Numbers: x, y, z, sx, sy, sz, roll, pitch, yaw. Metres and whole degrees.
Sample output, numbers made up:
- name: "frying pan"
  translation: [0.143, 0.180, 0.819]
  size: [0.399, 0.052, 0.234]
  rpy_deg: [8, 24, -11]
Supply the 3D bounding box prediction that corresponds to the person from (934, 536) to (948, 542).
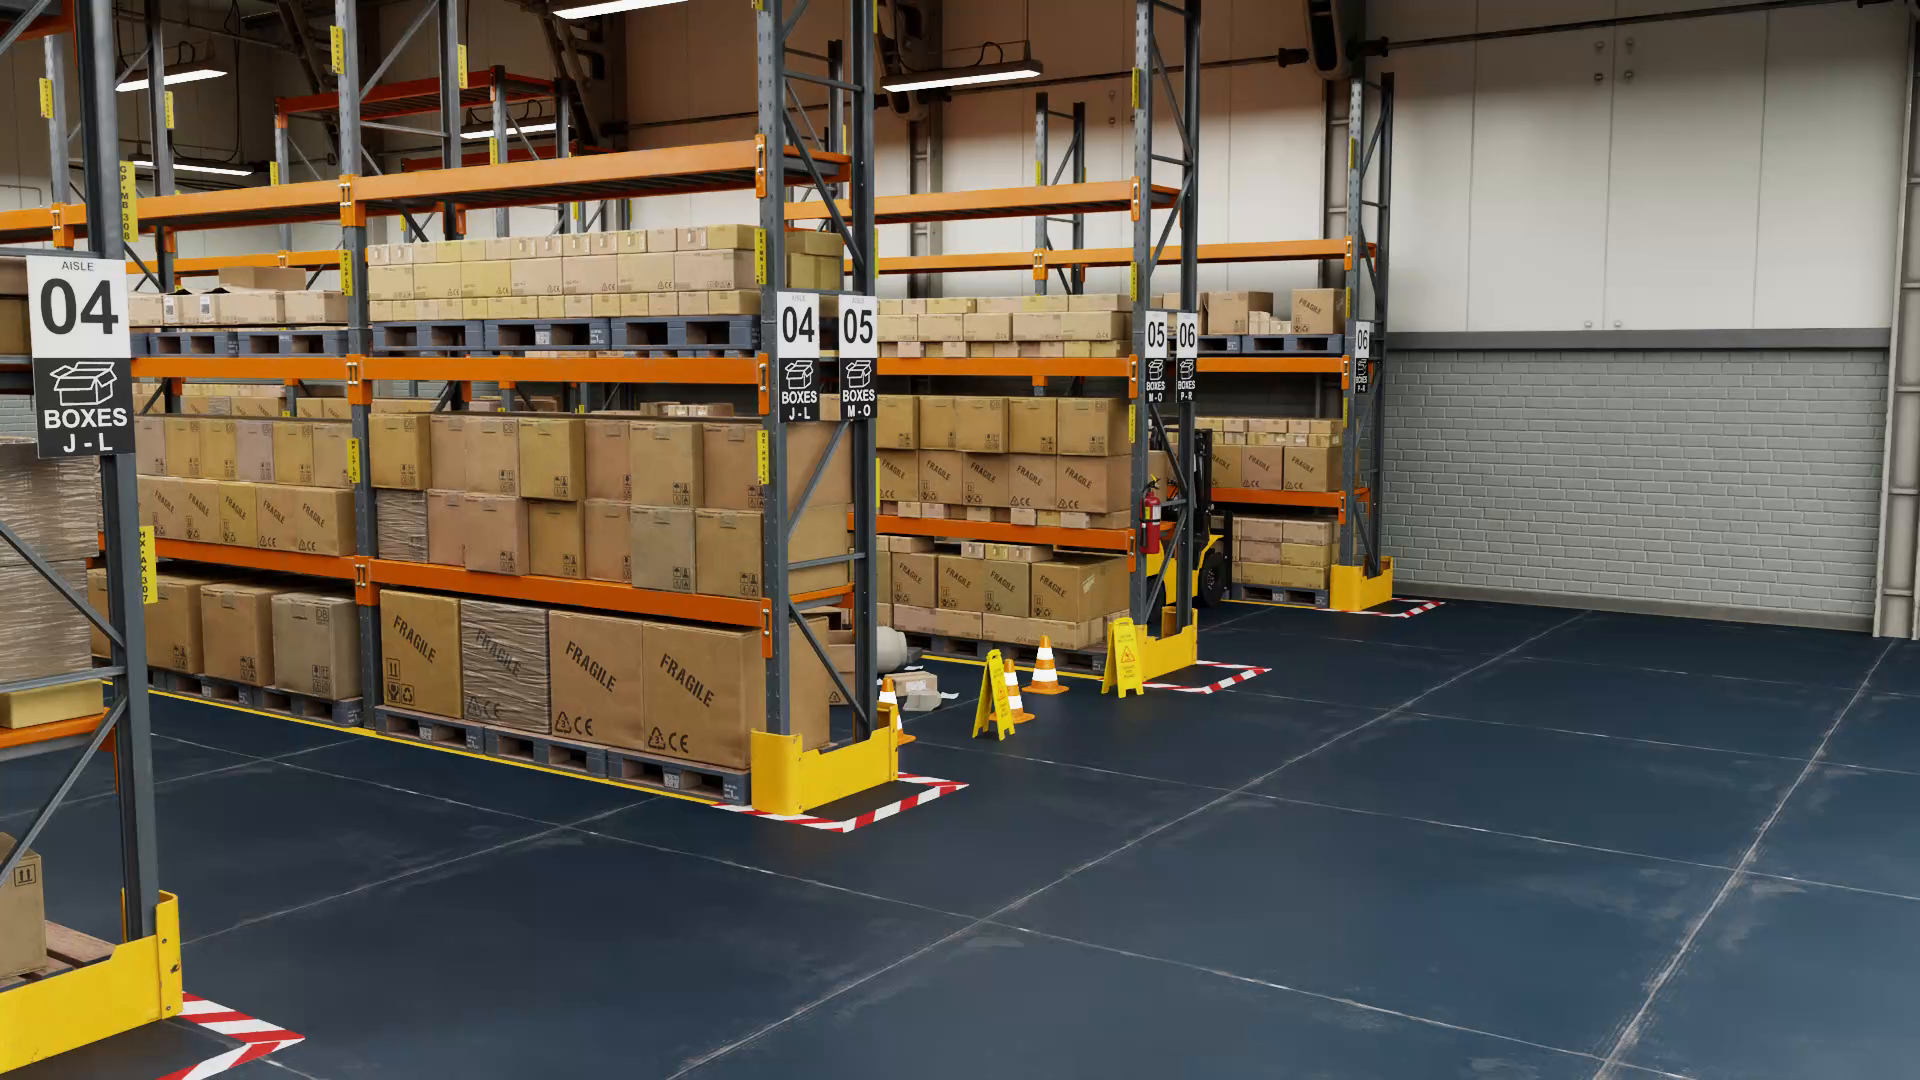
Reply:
- name: "person"
  translation: [-0.330, -0.162, 19.218]
  size: [0.413, 1.751, 0.546]
  rpy_deg: [4, 8, 35]
